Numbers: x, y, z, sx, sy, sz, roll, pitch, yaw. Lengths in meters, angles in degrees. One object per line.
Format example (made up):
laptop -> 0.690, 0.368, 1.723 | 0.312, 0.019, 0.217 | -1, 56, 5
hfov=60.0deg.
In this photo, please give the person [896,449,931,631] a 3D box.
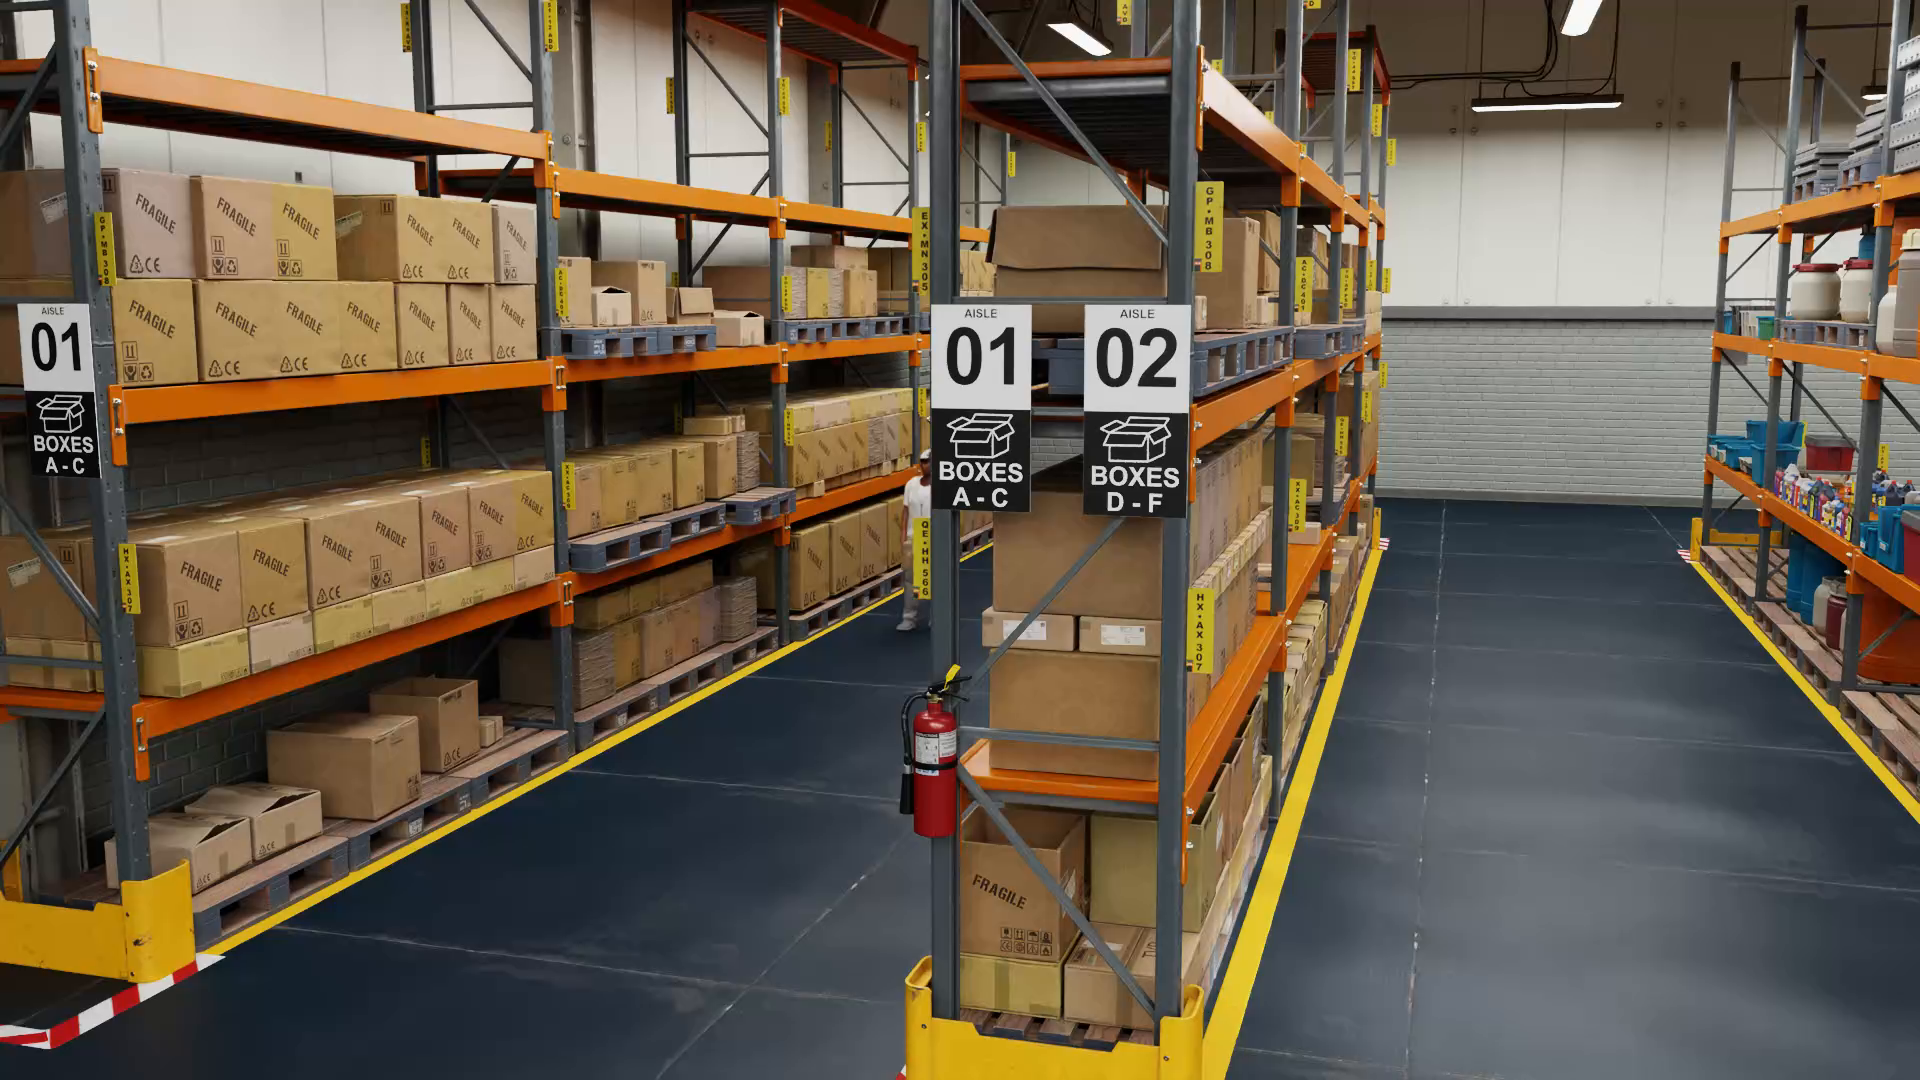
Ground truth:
person -> -0.327, 0.000, 16.163 | 0.564, 1.764, 0.636 | 2, 9, 17
